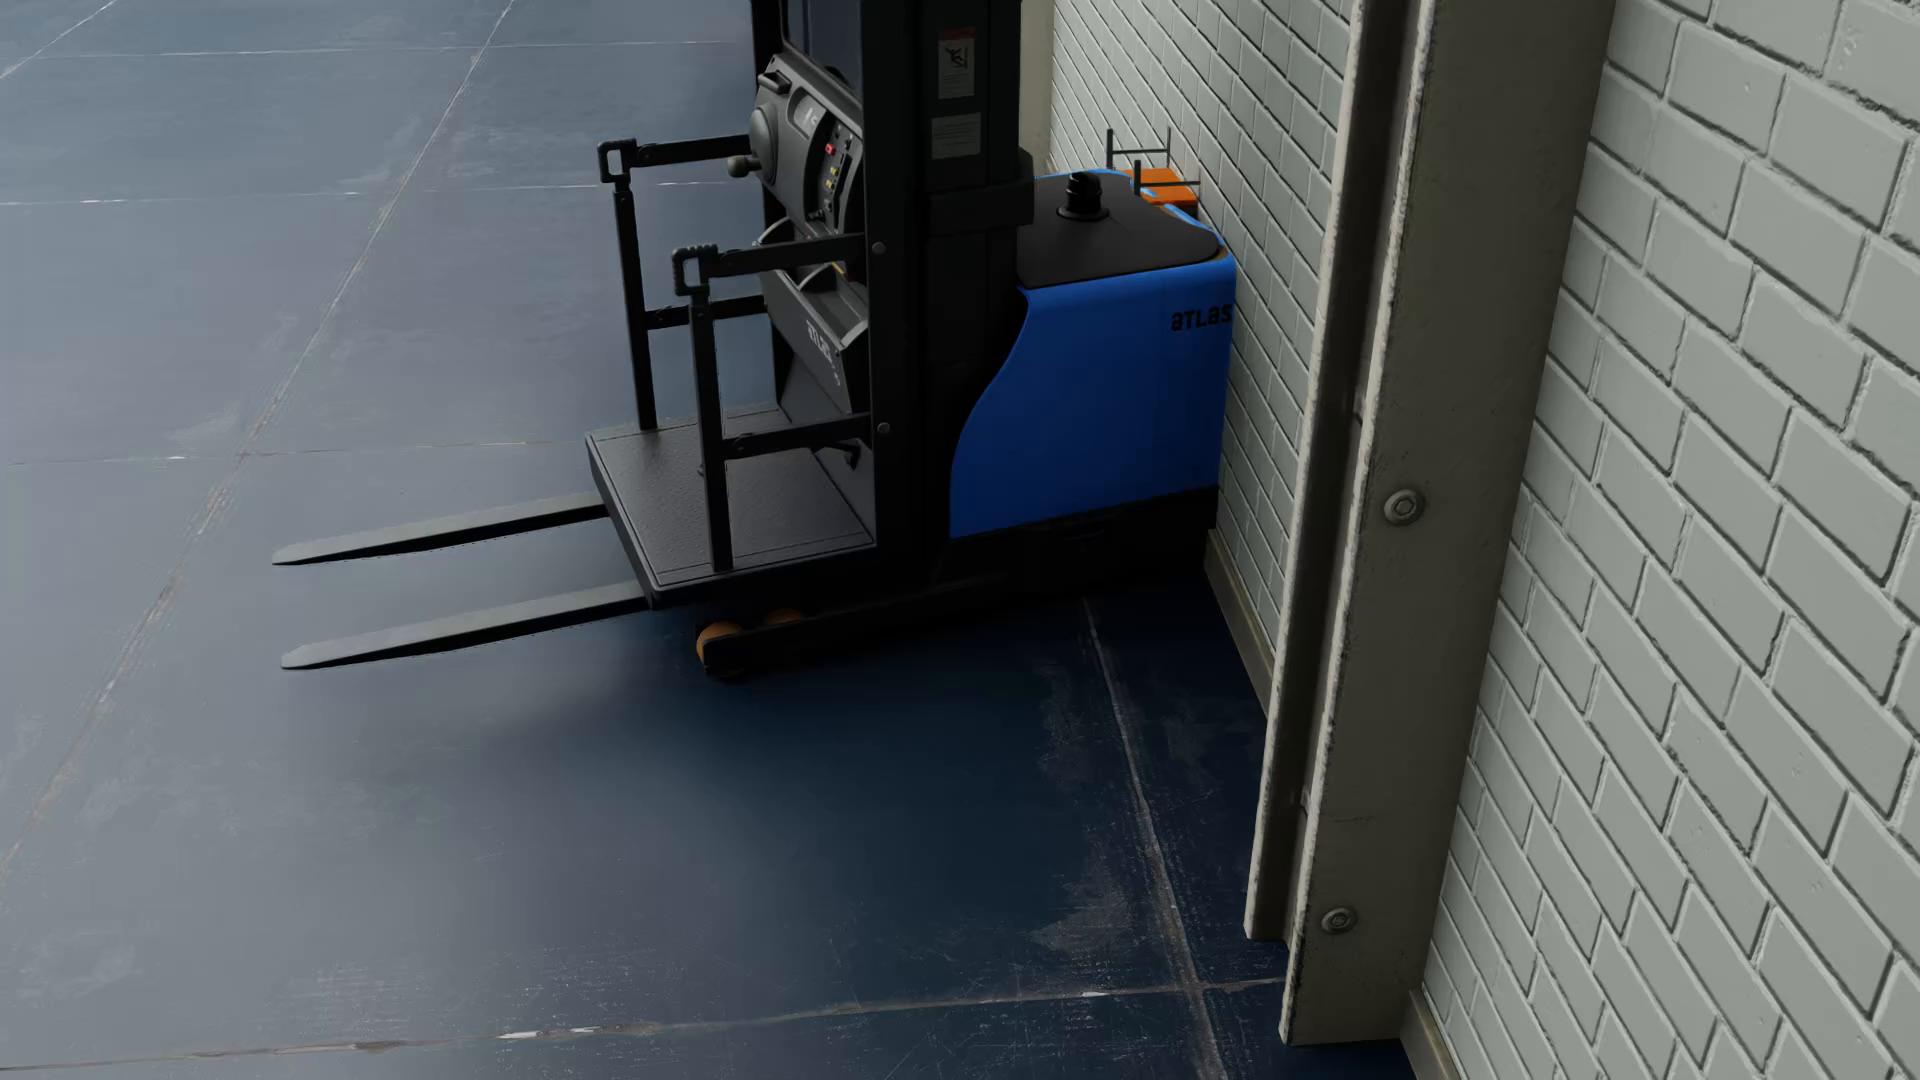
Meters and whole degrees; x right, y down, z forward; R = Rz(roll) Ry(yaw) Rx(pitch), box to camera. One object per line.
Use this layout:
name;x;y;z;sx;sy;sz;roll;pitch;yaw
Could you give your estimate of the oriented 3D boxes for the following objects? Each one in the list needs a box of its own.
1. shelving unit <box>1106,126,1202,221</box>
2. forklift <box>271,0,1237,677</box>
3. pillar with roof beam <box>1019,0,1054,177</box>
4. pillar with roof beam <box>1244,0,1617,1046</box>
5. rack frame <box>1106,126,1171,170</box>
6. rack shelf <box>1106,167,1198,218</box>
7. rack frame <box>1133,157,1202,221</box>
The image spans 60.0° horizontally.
shelving unit;0.676;-0.816;5.940;0.258;1.200;0.503;-4;26;-5
forklift;-0.639;-1.150;4.818;3.031;2.935;1.130;-12;33;-19
pillar with roof beam;-3.968;-5.670;6.467;9.100;9.000;0.400;-3;31;-5
pillar with roof beam;-3.408;-2.607;1.339;9.100;9.000;0.400;-3;31;-5
rack frame;0.651;-0.922;6.158;0.240;1.200;0.015;-4;26;-5
rack shelf;0.669;-1.170;5.769;0.258;0.148;0.480;-4;26;-5
rack frame;0.702;-0.711;5.721;0.240;1.200;0.015;-4;26;-5
